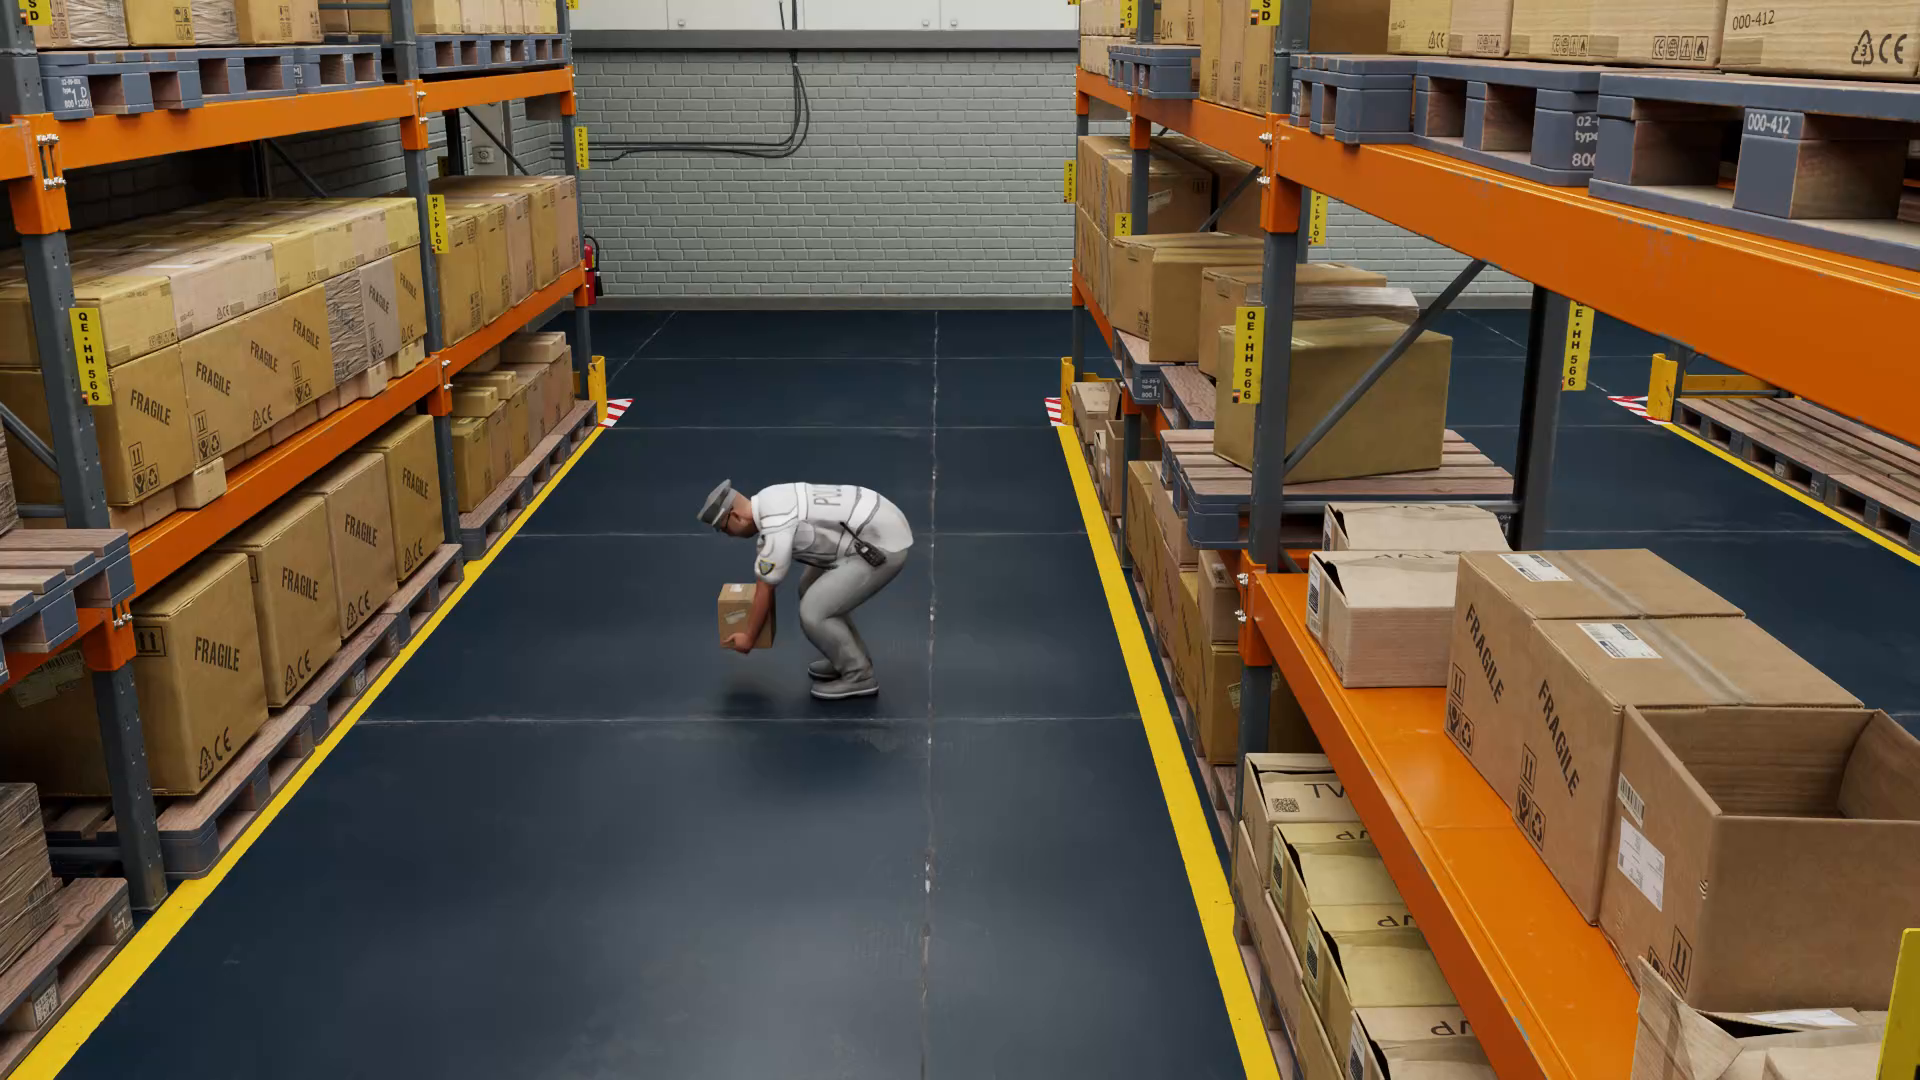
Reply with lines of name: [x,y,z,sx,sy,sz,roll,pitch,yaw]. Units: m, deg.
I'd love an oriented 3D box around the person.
person: [-0.740,0.213,8.034,1.029,1.054,0.533,-1,17,-3]
